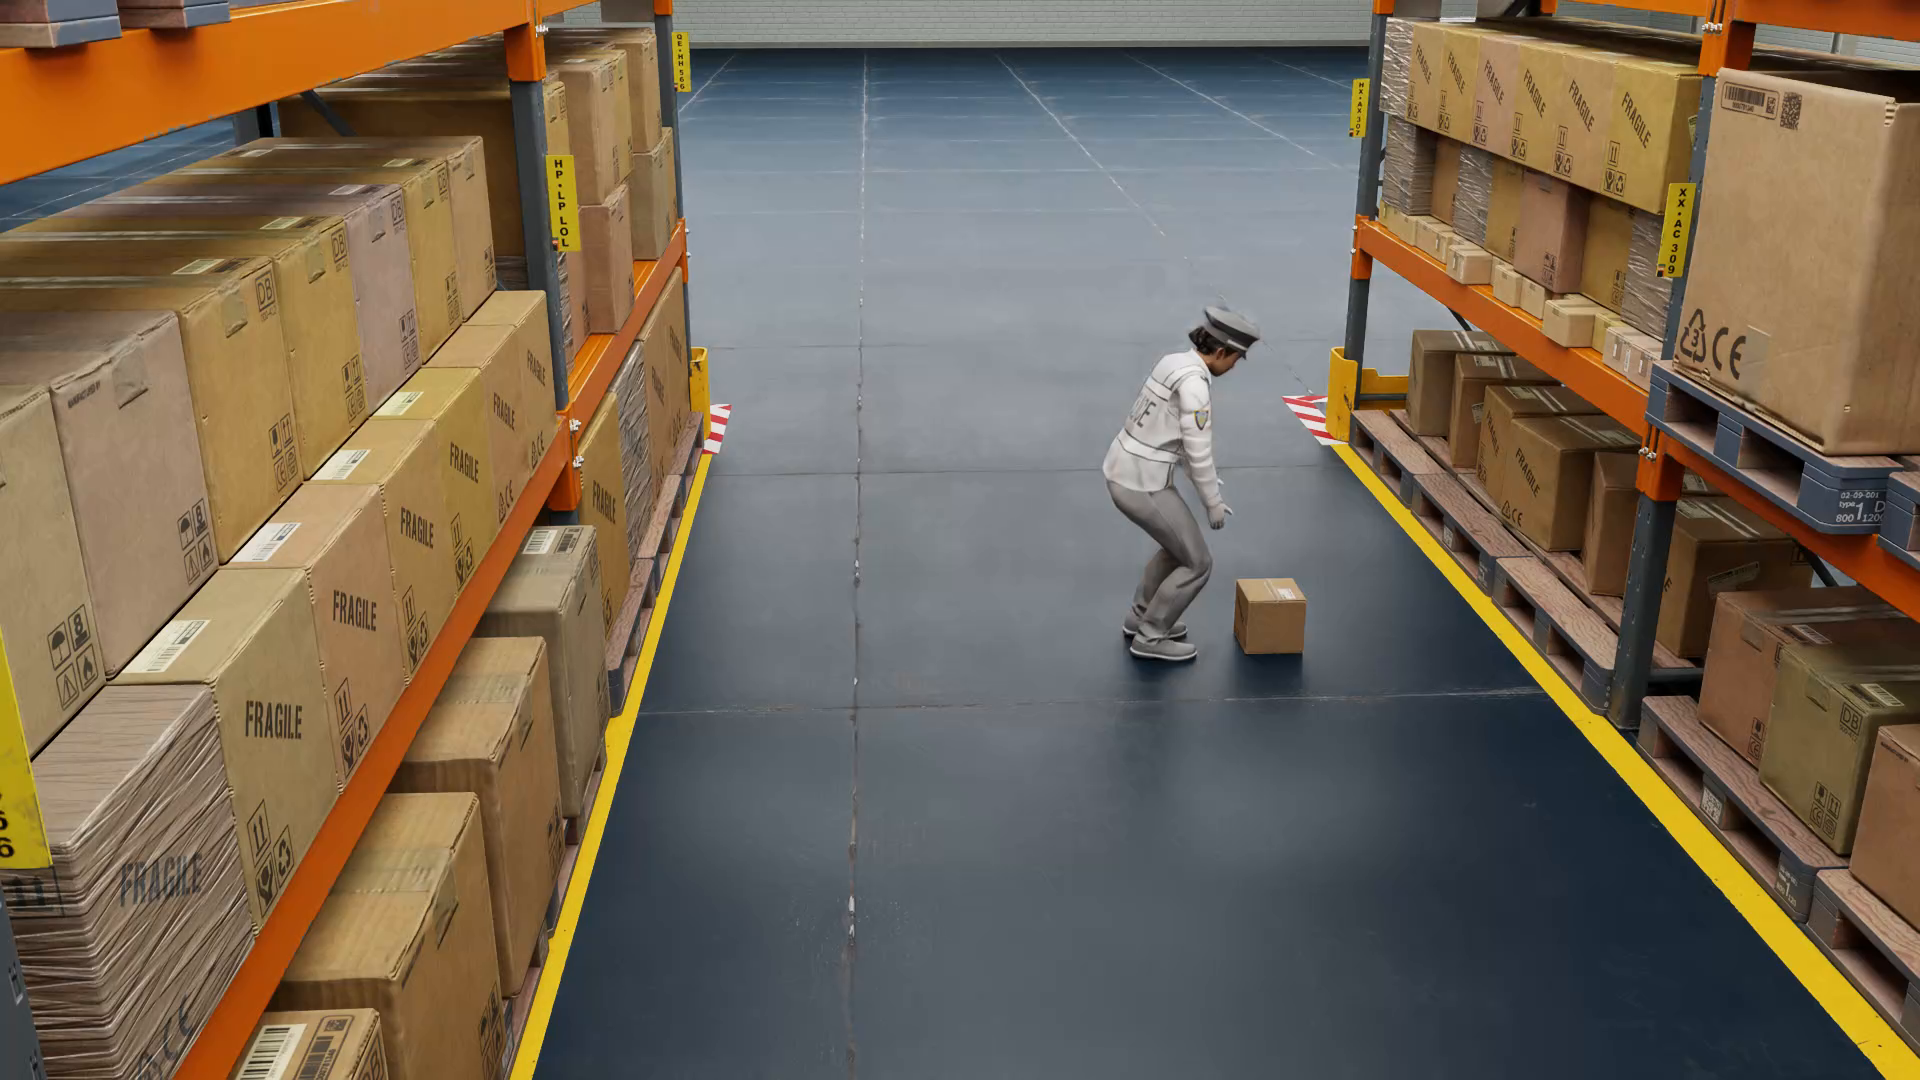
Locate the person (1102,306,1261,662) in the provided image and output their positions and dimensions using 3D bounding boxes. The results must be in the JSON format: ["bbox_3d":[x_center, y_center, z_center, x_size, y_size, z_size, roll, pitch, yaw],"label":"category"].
[{"bbox_3d":[0.914,-0.242,7.004,0.634,1.479,0.531,-1,21,-3],"label":"person"}]
